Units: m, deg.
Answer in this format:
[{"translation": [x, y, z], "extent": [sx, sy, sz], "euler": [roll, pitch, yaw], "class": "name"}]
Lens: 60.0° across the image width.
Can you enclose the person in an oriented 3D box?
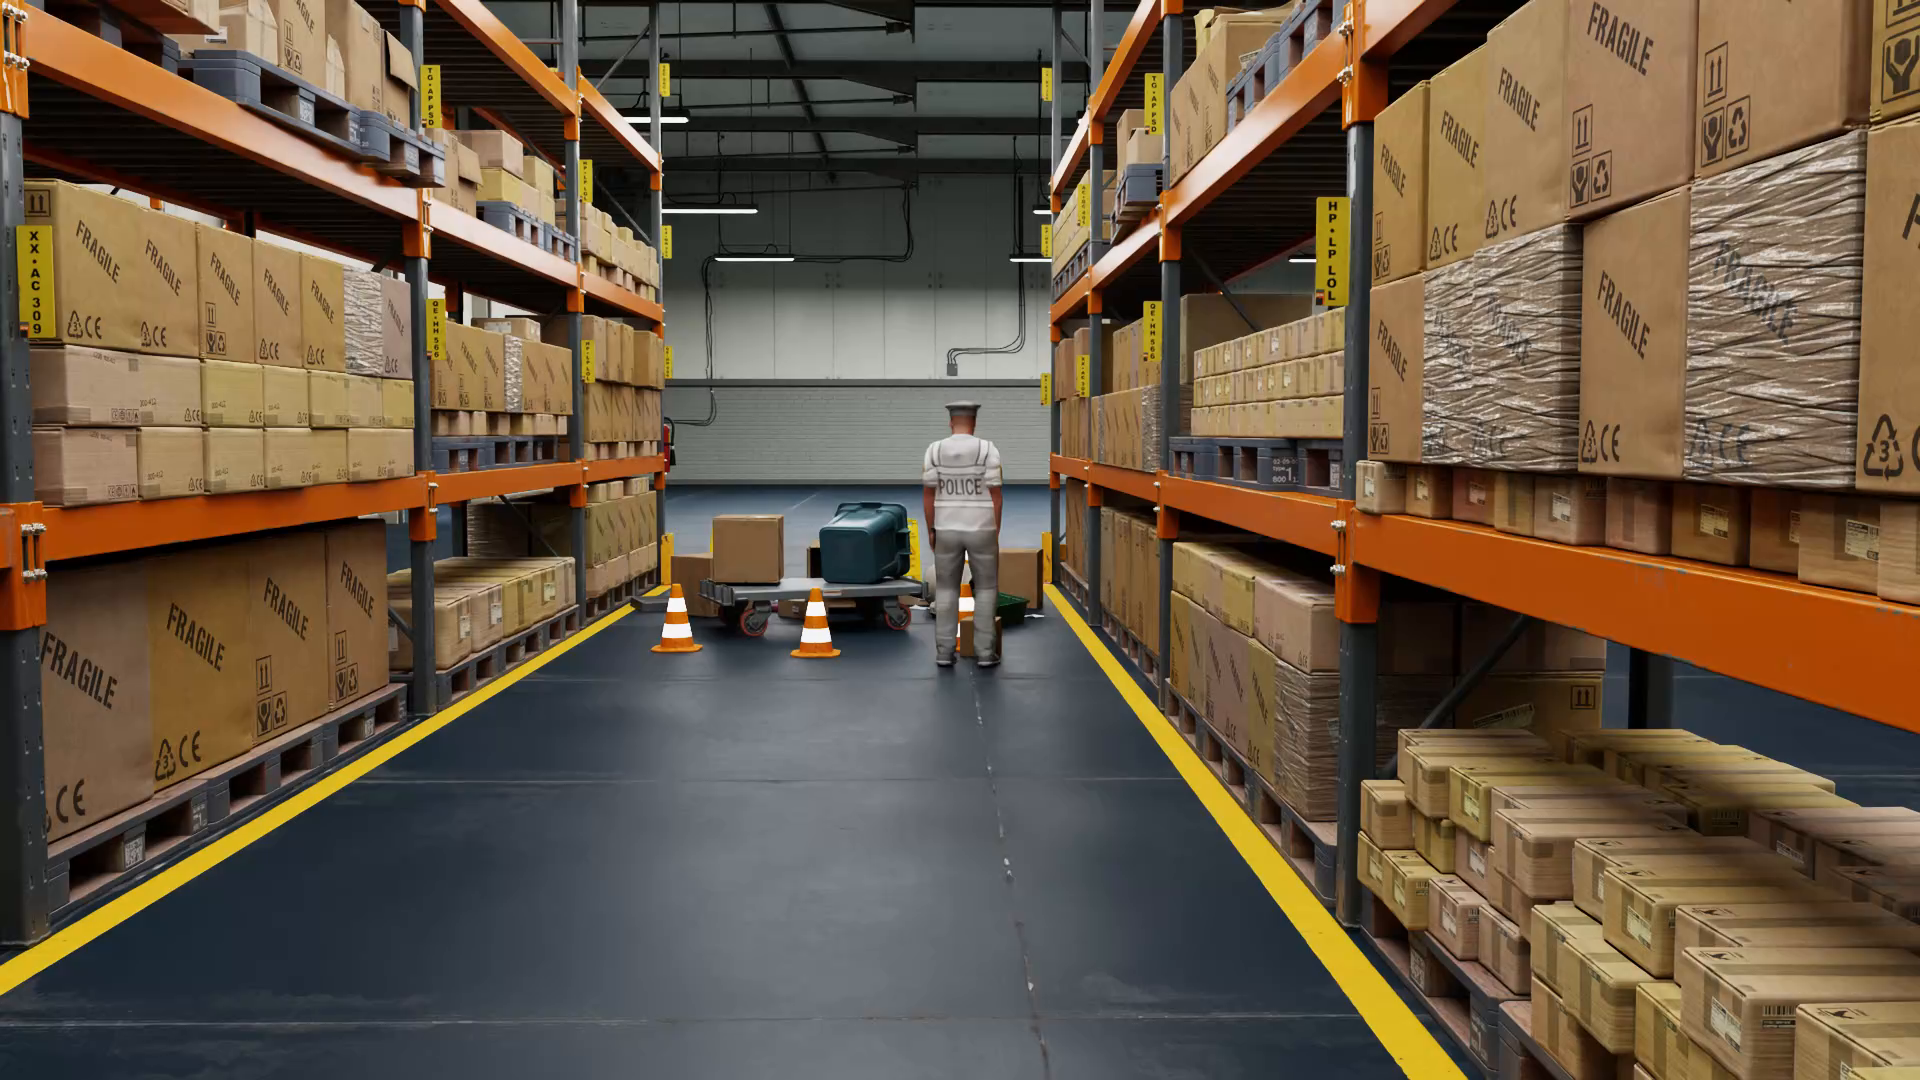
[{"translation": [0.022, -0.039, 10.934], "extent": [0.531, 1.738, 0.391], "euler": [1, 4, 12], "class": "person"}]
